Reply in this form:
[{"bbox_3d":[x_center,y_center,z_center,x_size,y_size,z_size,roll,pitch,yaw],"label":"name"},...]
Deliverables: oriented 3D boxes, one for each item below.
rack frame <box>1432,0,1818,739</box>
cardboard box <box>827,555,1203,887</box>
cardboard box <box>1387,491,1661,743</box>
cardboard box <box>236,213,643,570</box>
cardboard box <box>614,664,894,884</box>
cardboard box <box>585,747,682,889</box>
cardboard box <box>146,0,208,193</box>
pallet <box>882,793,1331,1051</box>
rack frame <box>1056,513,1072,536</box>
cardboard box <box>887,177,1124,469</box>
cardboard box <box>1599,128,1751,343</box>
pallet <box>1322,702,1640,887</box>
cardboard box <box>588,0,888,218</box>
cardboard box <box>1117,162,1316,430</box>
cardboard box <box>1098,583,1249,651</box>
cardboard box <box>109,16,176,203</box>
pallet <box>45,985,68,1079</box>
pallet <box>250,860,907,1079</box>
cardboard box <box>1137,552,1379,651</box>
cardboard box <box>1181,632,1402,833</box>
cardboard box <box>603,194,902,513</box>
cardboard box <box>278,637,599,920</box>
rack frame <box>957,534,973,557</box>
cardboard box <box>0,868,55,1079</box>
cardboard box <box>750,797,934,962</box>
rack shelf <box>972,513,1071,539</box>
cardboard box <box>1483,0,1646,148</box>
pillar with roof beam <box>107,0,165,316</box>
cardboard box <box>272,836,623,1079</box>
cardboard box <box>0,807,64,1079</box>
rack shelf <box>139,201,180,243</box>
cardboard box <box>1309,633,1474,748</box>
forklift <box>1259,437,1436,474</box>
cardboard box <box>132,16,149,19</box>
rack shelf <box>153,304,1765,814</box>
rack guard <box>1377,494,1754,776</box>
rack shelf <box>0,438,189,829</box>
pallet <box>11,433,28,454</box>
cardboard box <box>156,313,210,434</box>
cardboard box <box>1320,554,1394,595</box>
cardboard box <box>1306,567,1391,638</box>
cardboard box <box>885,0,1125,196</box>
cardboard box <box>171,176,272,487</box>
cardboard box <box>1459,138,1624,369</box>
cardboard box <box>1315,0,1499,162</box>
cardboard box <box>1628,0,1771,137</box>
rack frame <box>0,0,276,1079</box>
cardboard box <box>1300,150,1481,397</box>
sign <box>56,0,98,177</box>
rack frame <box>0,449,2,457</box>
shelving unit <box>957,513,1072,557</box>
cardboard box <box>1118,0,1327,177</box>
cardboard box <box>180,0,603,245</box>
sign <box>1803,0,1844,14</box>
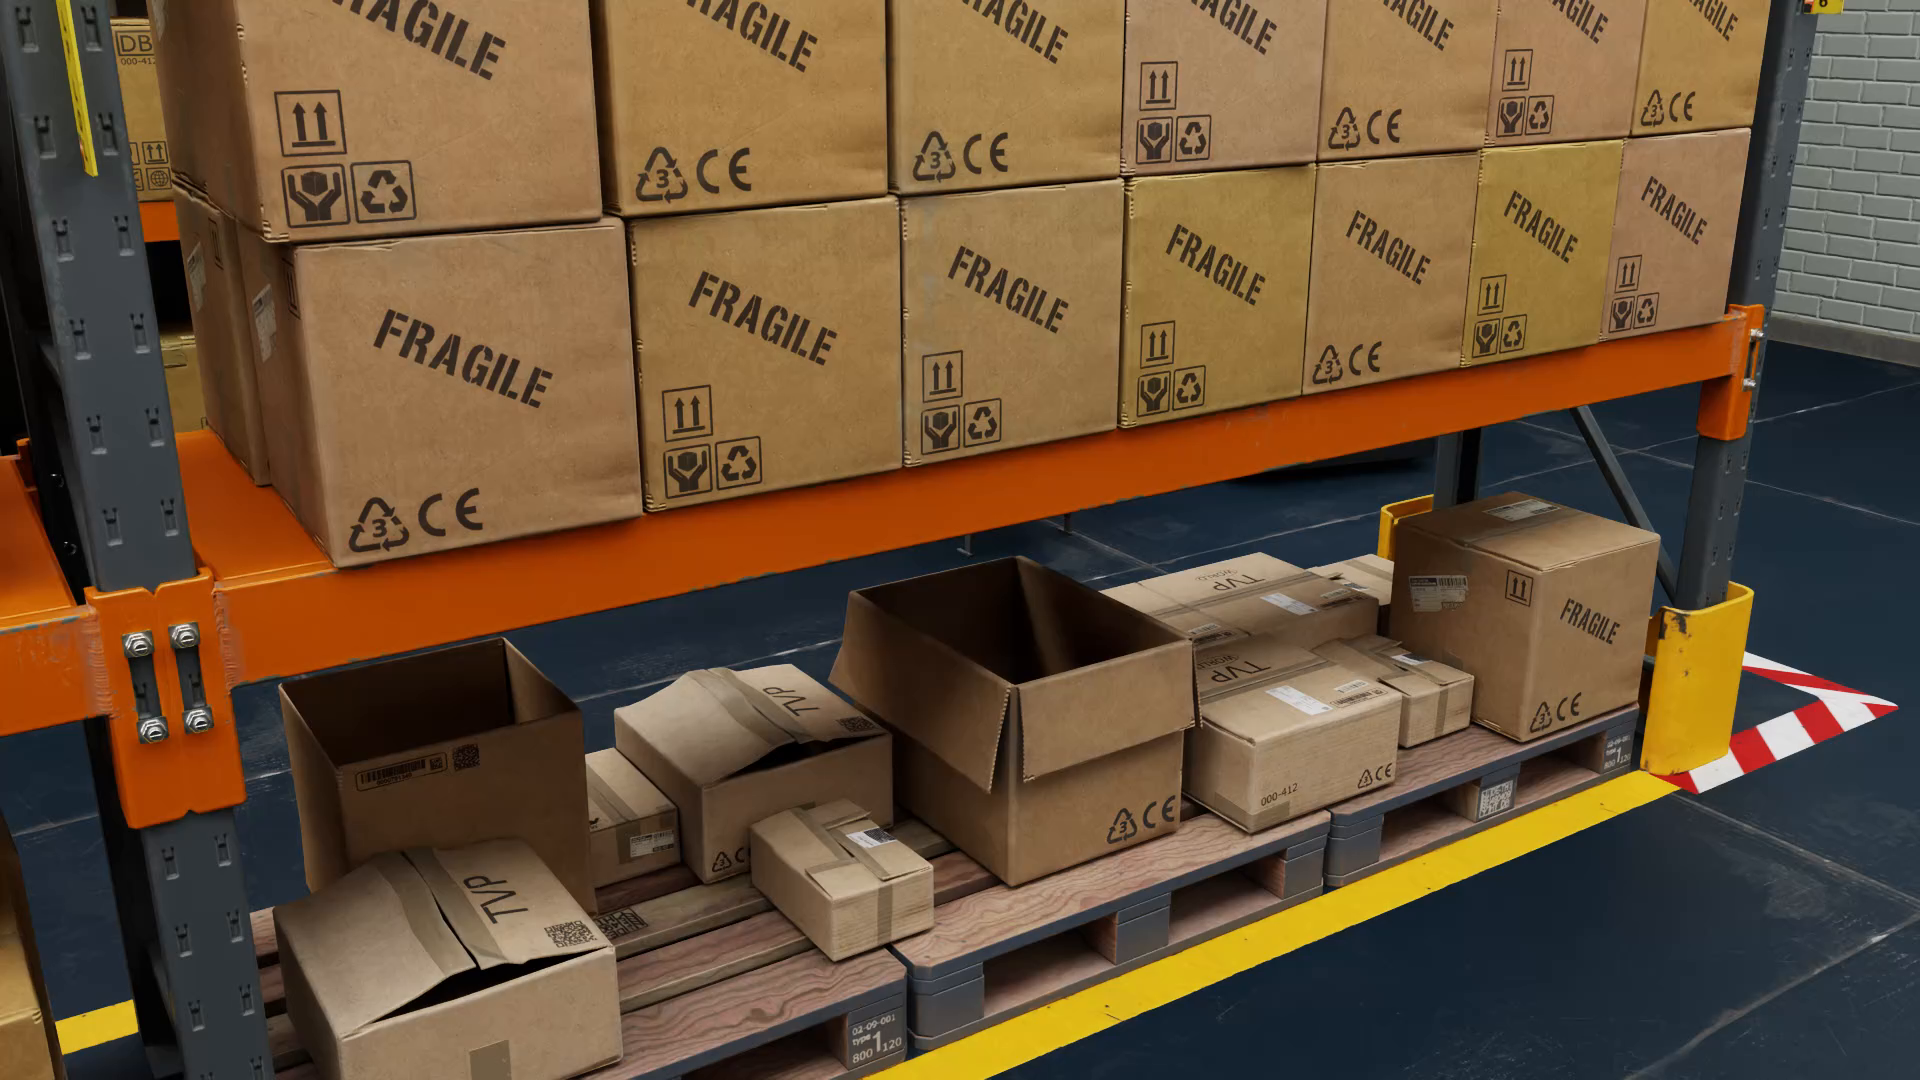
[{"bbox_3d":[1.892,-0.939,4.837,0.127,3.000,1.000,-12,22,-31],"label":"rack frame"},{"bbox_3d":[0.117,0.408,4.066,0.637,0.503,0.797,-12,22,-31],"label":"cardboard box"},{"bbox_3d":[1.573,0.199,4.689,0.500,0.500,0.500,-12,22,-31],"label":"cardboard box"},{"bbox_3d":[-0.873,-0.298,2.787,0.500,0.500,0.500,-11,22,-30],"label":"cardboard box"},{"bbox_3d":[-0.503,0.523,4.026,0.500,0.311,0.500,-12,22,-31],"label":"cardboard box"},{"bbox_3d":[-0.849,0.650,3.904,0.250,0.149,0.380,-12,22,-31],"label":"cardboard box"},{"bbox_3d":[-1.169,-0.913,3.045,0.500,0.500,0.500,-12,22,-31],"label":"cardboard box"},{"bbox_3d":[0.145,0.750,4.197,1.213,0.211,1.003,-12,22,-31],"label":"pallet"},{"bbox_3d":[0.342,-1.067,6.622,0.015,2.100,0.400,-12,22,-31],"label":"rack frame"},{"bbox_3d":[-0.029,-0.477,3.315,0.500,0.500,0.500,-12,22,-32],"label":"cardboard box"},{"bbox_3d":[1.667,-0.834,4.373,0.500,0.500,0.500,-11,22,-30],"label":"cardboard box"},{"bbox_3d":[1.163,0.537,4.828,1.213,0.211,1.003,-12,22,-31],"label":"pallet"},{"bbox_3d":[-0.470,-0.854,2.869,0.500,0.500,0.500,-13,22,-33],"label":"cardboard box"},{"bbox_3d":[0.395,-0.567,3.582,0.500,0.500,0.500,-12,22,-32],"label":"cardboard box"},{"bbox_3d":[0.446,0.352,4.627,0.500,0.250,0.500,-12,22,-31],"label":"cardboard box"},{"bbox_3d":[-3.715,-1.792,6.892,0.700,0.700,0.980,-12,22,-31],"label":"cardboard box"},{"bbox_3d":[-2.108,1.240,2.746,1.213,0.211,1.003,-12,22,-31],"label":"pallet"},{"bbox_3d":[-0.875,0.966,3.557,1.213,0.211,1.003,-12,22,-31],"label":"pallet"},{"bbox_3d":[0.864,0.264,4.888,0.500,0.250,0.500,-12,22,-31],"label":"cardboard box"},{"bbox_3d":[0.763,0.477,4.258,0.500,0.250,0.500,-12,22,-31],"label":"cardboard box"},{"bbox_3d":[-0.448,-0.389,3.057,0.500,0.500,0.500,-11,22,-30],"label":"cardboard box"},{"bbox_3d":[-1.129,0.566,3.605,0.500,0.500,0.500,-12,22,-31],"label":"cardboard box"},{"bbox_3d":[-0.066,-0.981,6.368,0.015,2.100,0.400,-12,22,-31],"label":"rack frame"},{"bbox_3d":[-1.704,0.905,2.599,0.500,0.500,0.500,-12,22,-32],"label":"cardboard box"},{"bbox_3d":[-0.263,0.729,3.643,0.250,0.166,0.380,-12,22,-31],"label":"cardboard box"},{"bbox_3d":[0.138,-0.348,6.723,0.480,0.518,0.431,-12,22,-31],"label":"rack shelf"},{"bbox_3d":[1.250,-1.218,3.948,0.500,0.500,0.500,-11,22,-30],"label":"cardboard box"},{"bbox_3d":[-1.700,-3.604,3.353,0.400,9.000,9.100,-12,22,-31],"label":"pillar with roof beam"},{"bbox_3d":[-0.979,0.815,3.161,0.500,0.311,0.500,-12,22,-31],"label":"cardboard box"},{"bbox_3d":[-1.987,0.762,3.024,0.500,0.500,0.500,-13,23,-34],"label":"cardboard box"},{"bbox_3d":[-2.506,-1.570,7.828,4.000,0.370,1.077,-12,22,-31],"label":"rack shelf"},{"bbox_3d":[1.185,0.404,4.603,0.250,0.166,0.380,-12,22,-31],"label":"cardboard box"},{"bbox_3d":[1.244,-2.118,8.432,1.130,2.935,3.031,-6,20,-18],"label":"forklift"},{"bbox_3d":[-3.102,-1.919,7.268,0.700,0.700,0.980,-13,22,-33],"label":"cardboard box"},{"bbox_3d":[0.221,-0.245,3.911,4.000,0.370,1.077,-12,22,-31],"label":"rack shelf"},{"bbox_3d":[1.828,0.259,5.198,0.348,0.500,1.175,-12,22,-31],"label":"rack guard"},{"bbox_3d":[-3.119,0.459,1.827,4.000,0.370,1.077,-12,22,-31],"label":"rack shelf"},{"bbox_3d":[-3.498,-0.350,7.452,1.213,0.211,1.003,-12,22,-31],"label":"pallet"},{"bbox_3d":[-3.496,-0.677,7.312,0.500,0.500,0.700,-12,22,-31],"label":"cardboard box"},{"bbox_3d":[1.353,0.185,5.277,0.250,0.149,0.380,-12,22,-31],"label":"cardboard box"},{"bbox_3d":[1.144,0.221,5.144,0.250,0.166,0.380,-12,22,-31],"label":"cardboard box"},{"bbox_3d":[-0.040,-0.944,3.137,0.500,0.500,0.500,-13,22,-33],"label":"cardboard box"},{"bbox_3d":[-1.173,-0.438,3.201,0.500,0.500,0.500,-11,22,-31],"label":"cardboard box"},{"bbox_3d":[1.236,-0.742,4.100,0.500,0.500,0.500,-12,22,-31],"label":"cardboard box"},{"bbox_3d":[0.819,-1.126,3.674,0.500,0.500,0.500,-11,22,-30],"label":"cardboard box"},{"bbox_3d":[1.671,-1.308,4.212,0.500,0.500,0.500,-12,22,-32],"label":"cardboard box"},{"bbox_3d":[-1.449,-0.234,2.753,0.127,3.000,1.000,-12,22,-31],"label":"rack frame"},{"bbox_3d":[0.816,-0.655,3.844,0.500,0.500,0.500,-12,22,-31],"label":"cardboard box"},{"bbox_3d":[-1.141,-0.635,2.131,0.005,0.325,0.100,-12,22,-31],"label":"sign"},{"bbox_3d":[-4.177,-1.558,6.671,0.127,3.000,1.000,-12,22,-31],"label":"rack frame"},{"bbox_3d":[0.138,-1.024,6.495,0.503,2.100,0.431,-12,22,-31],"label":"shelving unit"},{"bbox_3d":[0.390,-1.035,3.407,0.500,0.500,0.500,-11,22,-30],"label":"cardboard box"},{"bbox_3d":[-0.901,-0.763,2.600,0.500,0.500,0.500,-11,22,-30],"label":"cardboard box"},{"bbox_3d":[2.180,-1.485,4.152,0.005,0.325,0.100,-12,22,-31],"label":"sign"}]
